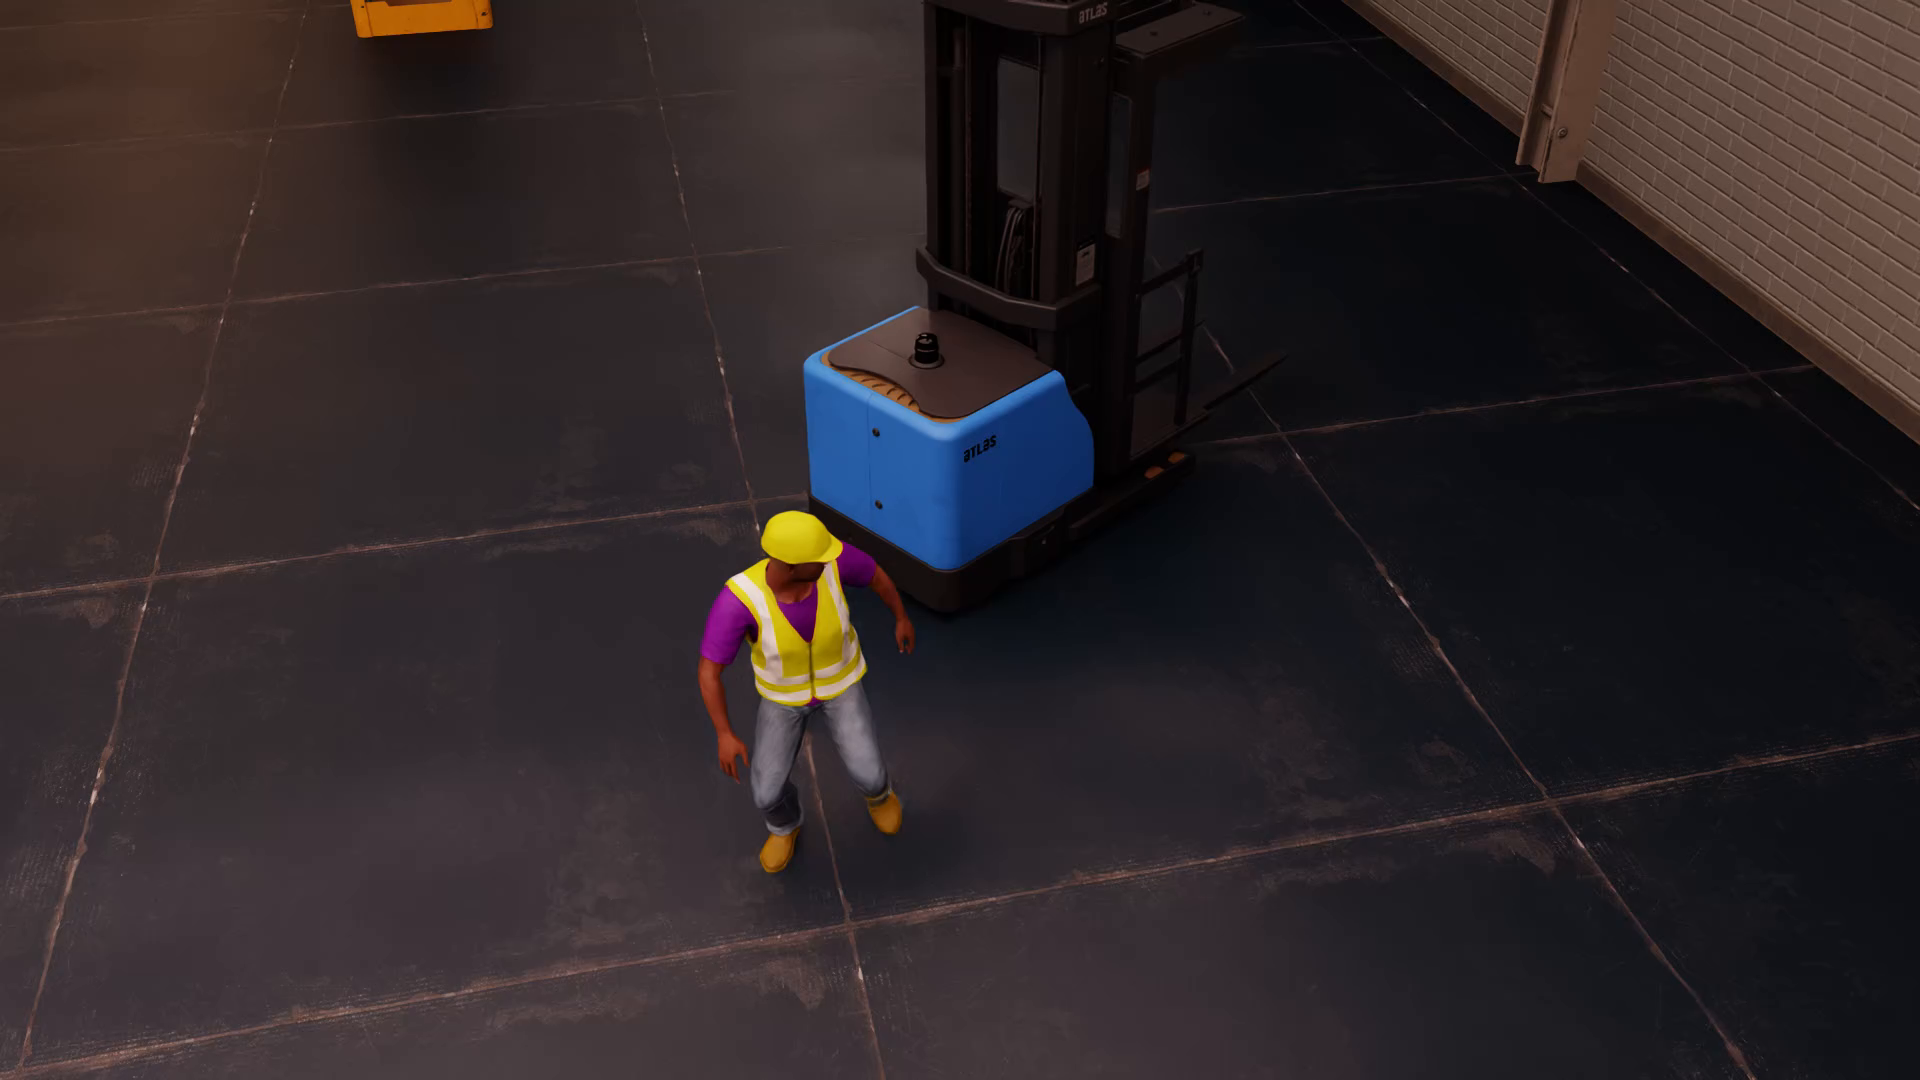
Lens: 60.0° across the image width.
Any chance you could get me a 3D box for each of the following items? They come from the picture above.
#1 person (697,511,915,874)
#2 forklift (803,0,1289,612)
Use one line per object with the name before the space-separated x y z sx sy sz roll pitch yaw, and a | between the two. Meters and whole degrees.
person | -0.557 0.570 6.359 0.858 1.664 0.621 -6 36 -8
forklift | 0.623 -1.606 8.282 1.130 2.935 3.031 30 45 35
